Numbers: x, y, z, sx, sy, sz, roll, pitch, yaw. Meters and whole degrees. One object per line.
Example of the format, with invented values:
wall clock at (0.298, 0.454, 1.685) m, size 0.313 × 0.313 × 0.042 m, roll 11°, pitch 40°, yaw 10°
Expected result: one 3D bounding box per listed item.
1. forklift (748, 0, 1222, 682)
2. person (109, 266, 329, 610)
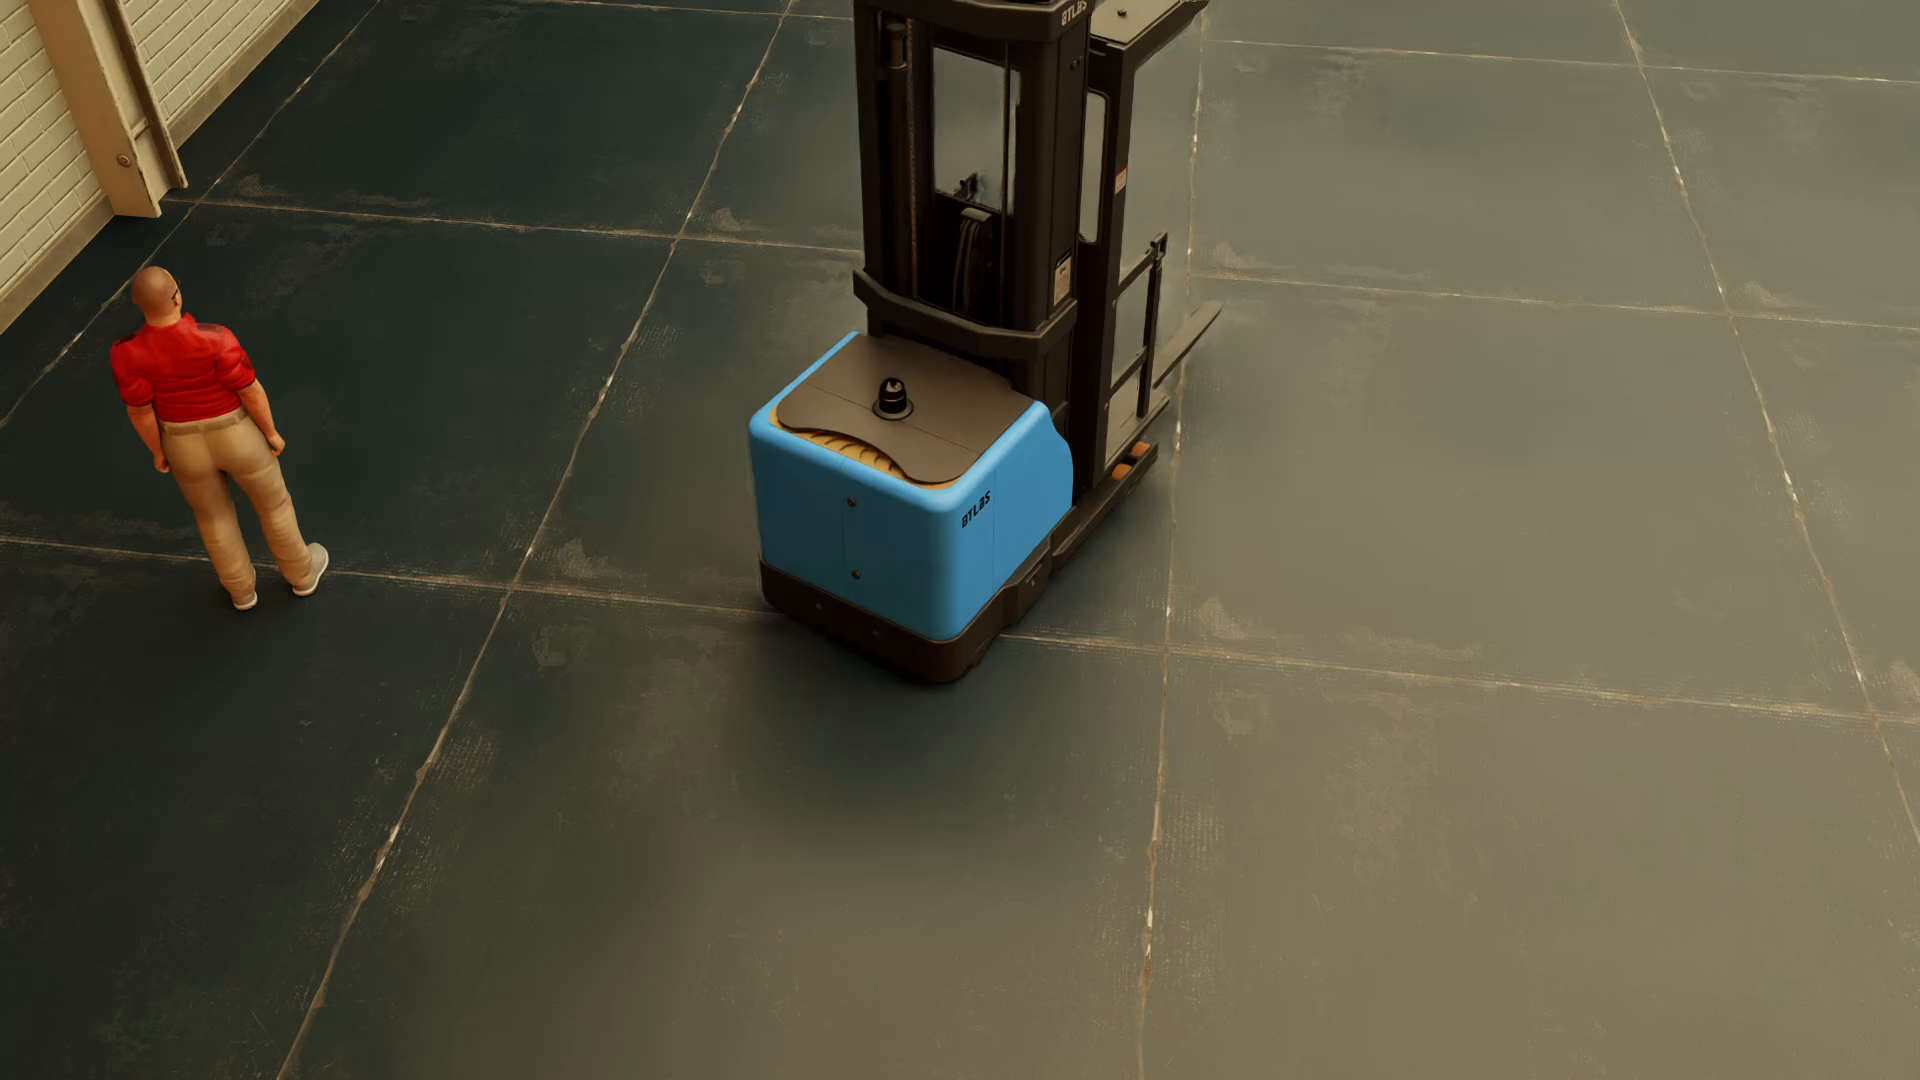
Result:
forklift at (0.320, -1.446, 7.299) m, size 1.130 × 2.935 × 3.031 m, roll 23°, pitch 47°, yaw 23°
person at (-3.172, -0.434, 7.086) m, size 0.532 × 1.730 × 0.369 m, roll -11°, pitch 44°, yaw -11°
